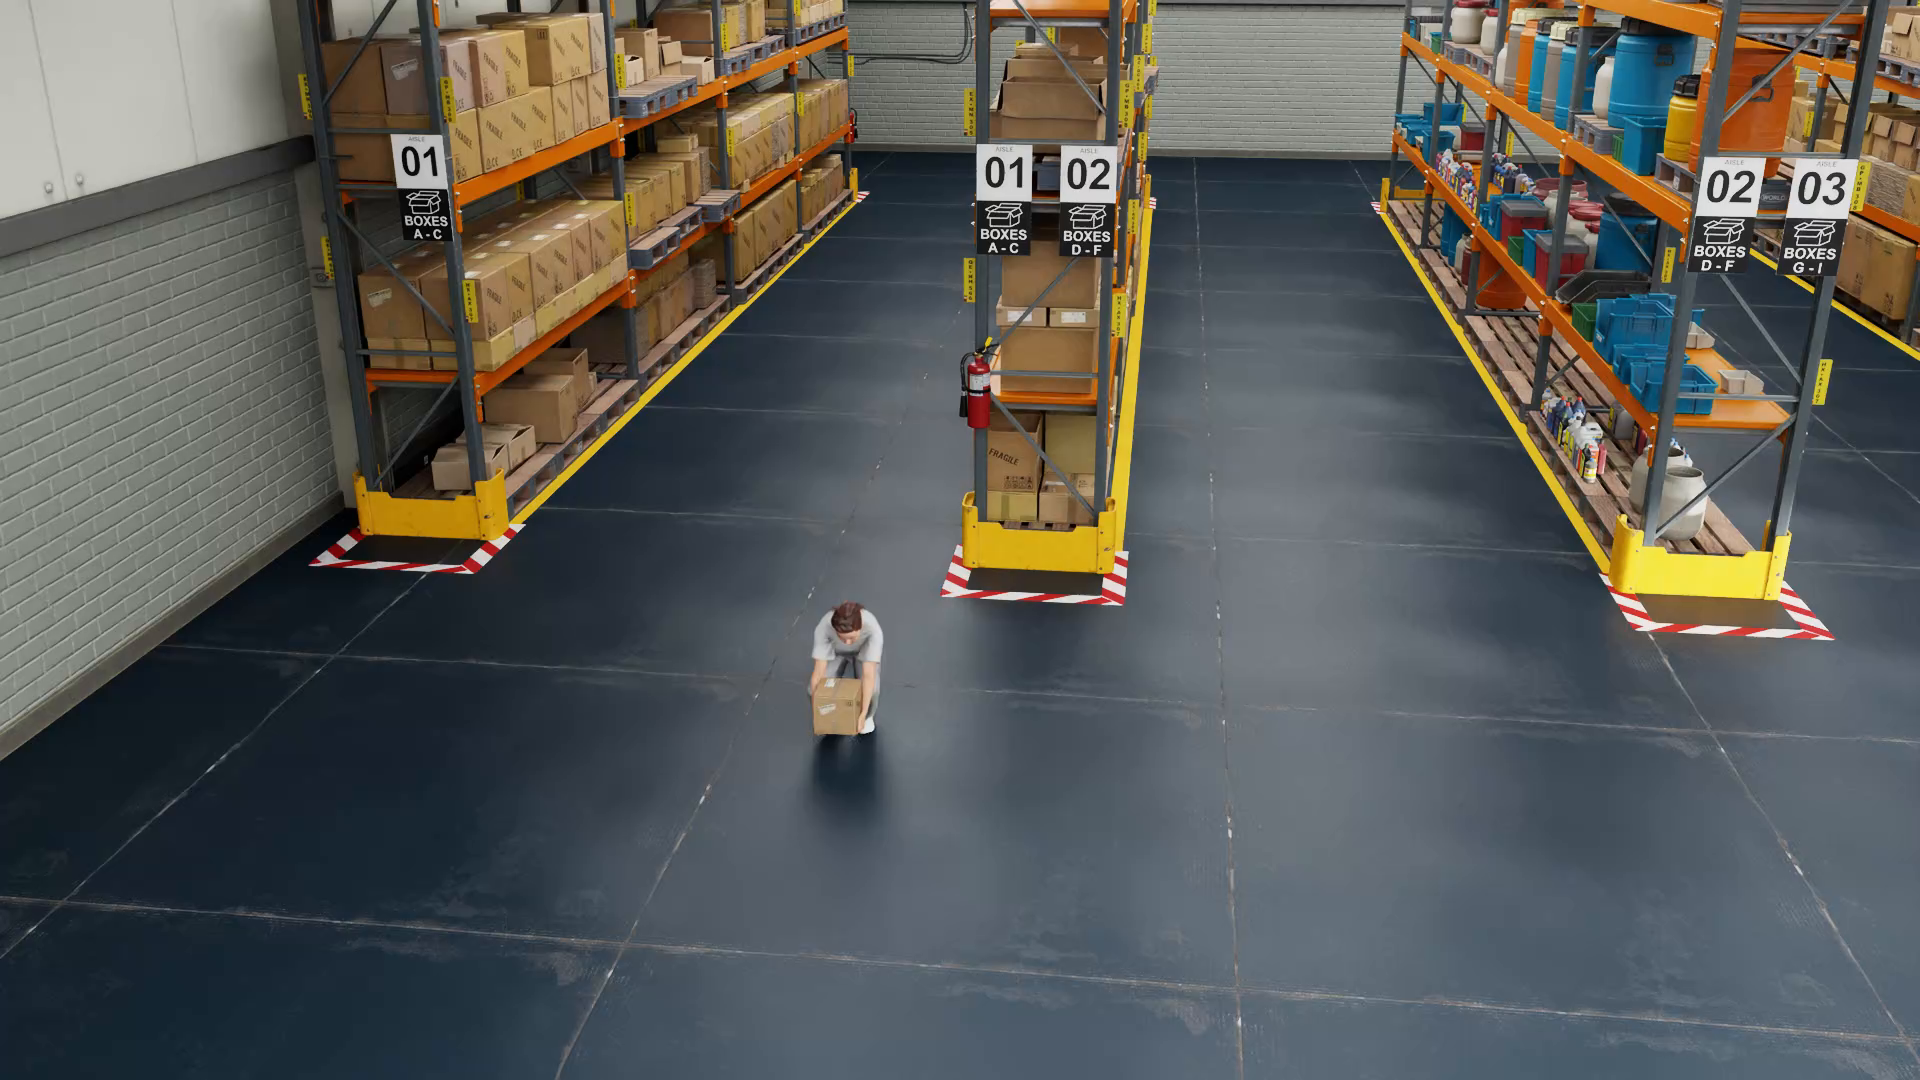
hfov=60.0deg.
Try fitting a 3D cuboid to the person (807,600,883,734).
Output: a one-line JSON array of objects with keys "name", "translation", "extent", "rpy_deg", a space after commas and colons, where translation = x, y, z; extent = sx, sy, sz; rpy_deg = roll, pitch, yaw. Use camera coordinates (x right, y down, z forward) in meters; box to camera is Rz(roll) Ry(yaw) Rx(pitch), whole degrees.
[{"name": "person", "translation": [-0.690, 0.744, 10.179], "extent": [0.467, 0.956, 0.802], "rpy_deg": [2, 21, 5]}]
